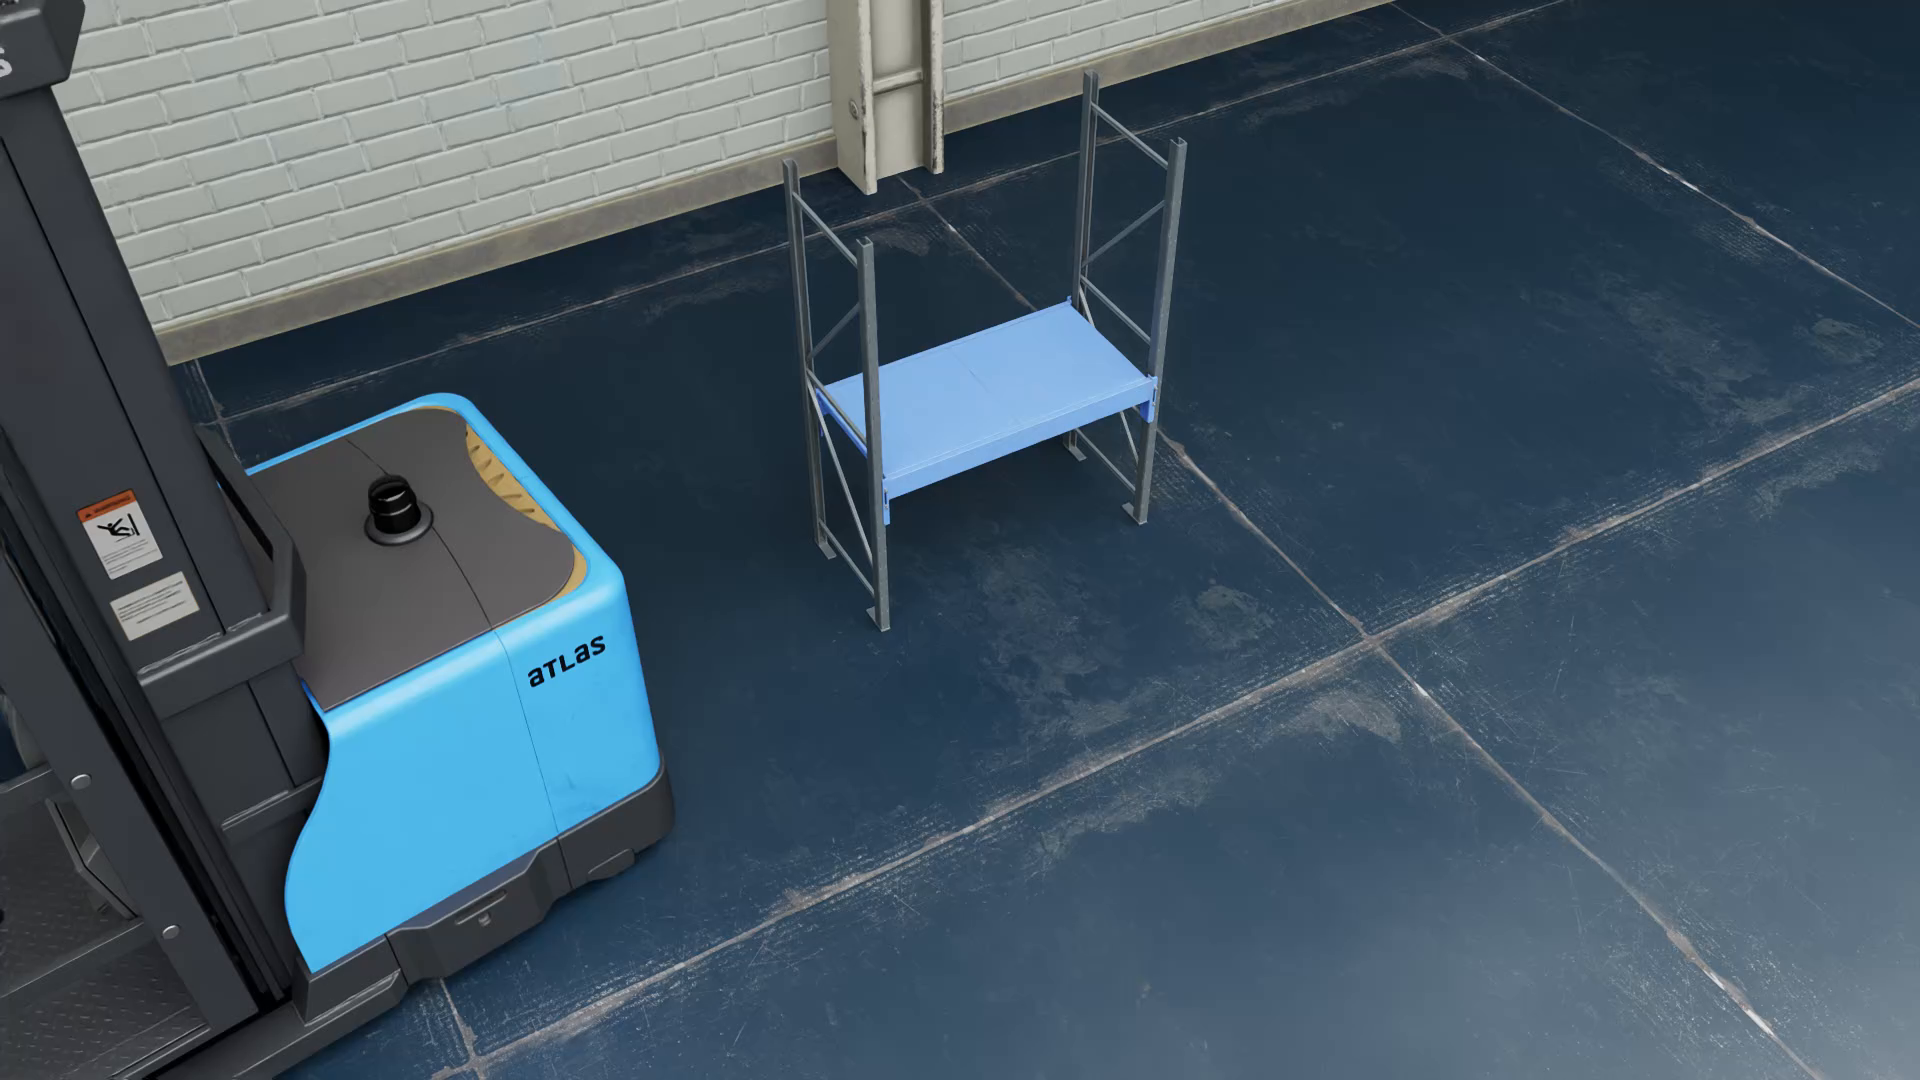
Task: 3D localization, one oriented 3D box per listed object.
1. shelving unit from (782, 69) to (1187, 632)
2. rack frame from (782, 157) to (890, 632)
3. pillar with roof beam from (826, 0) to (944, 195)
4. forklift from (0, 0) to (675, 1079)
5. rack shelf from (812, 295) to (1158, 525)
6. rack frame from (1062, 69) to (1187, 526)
[{"bbox_3d":[0.074,-0.568,5.258,1.048,1.500,0.538,-22,48,-21],"label":"shelving unit"},{"bbox_3d":[-0.367,-0.391,5.076,0.032,1.500,0.500,-22,48,-21],"label":"rack frame"},{"bbox_3d":[1.828,-2.307,1.666,0.400,9.000,9.100,-22,48,-21],"label":"pillar with roof beam"},{"bbox_3d":[-2.300,0.175,3.465,3.031,2.935,1.130,-28,51,-26],"label":"forklift"},{"bbox_3d":[0.074,-0.439,5.383,1.000,0.185,0.538,-22,48,-21],"label":"rack shelf"},{"bbox_3d":[0.515,-0.744,5.440,0.032,1.500,0.500,-22,48,-21],"label":"rack frame"}]
